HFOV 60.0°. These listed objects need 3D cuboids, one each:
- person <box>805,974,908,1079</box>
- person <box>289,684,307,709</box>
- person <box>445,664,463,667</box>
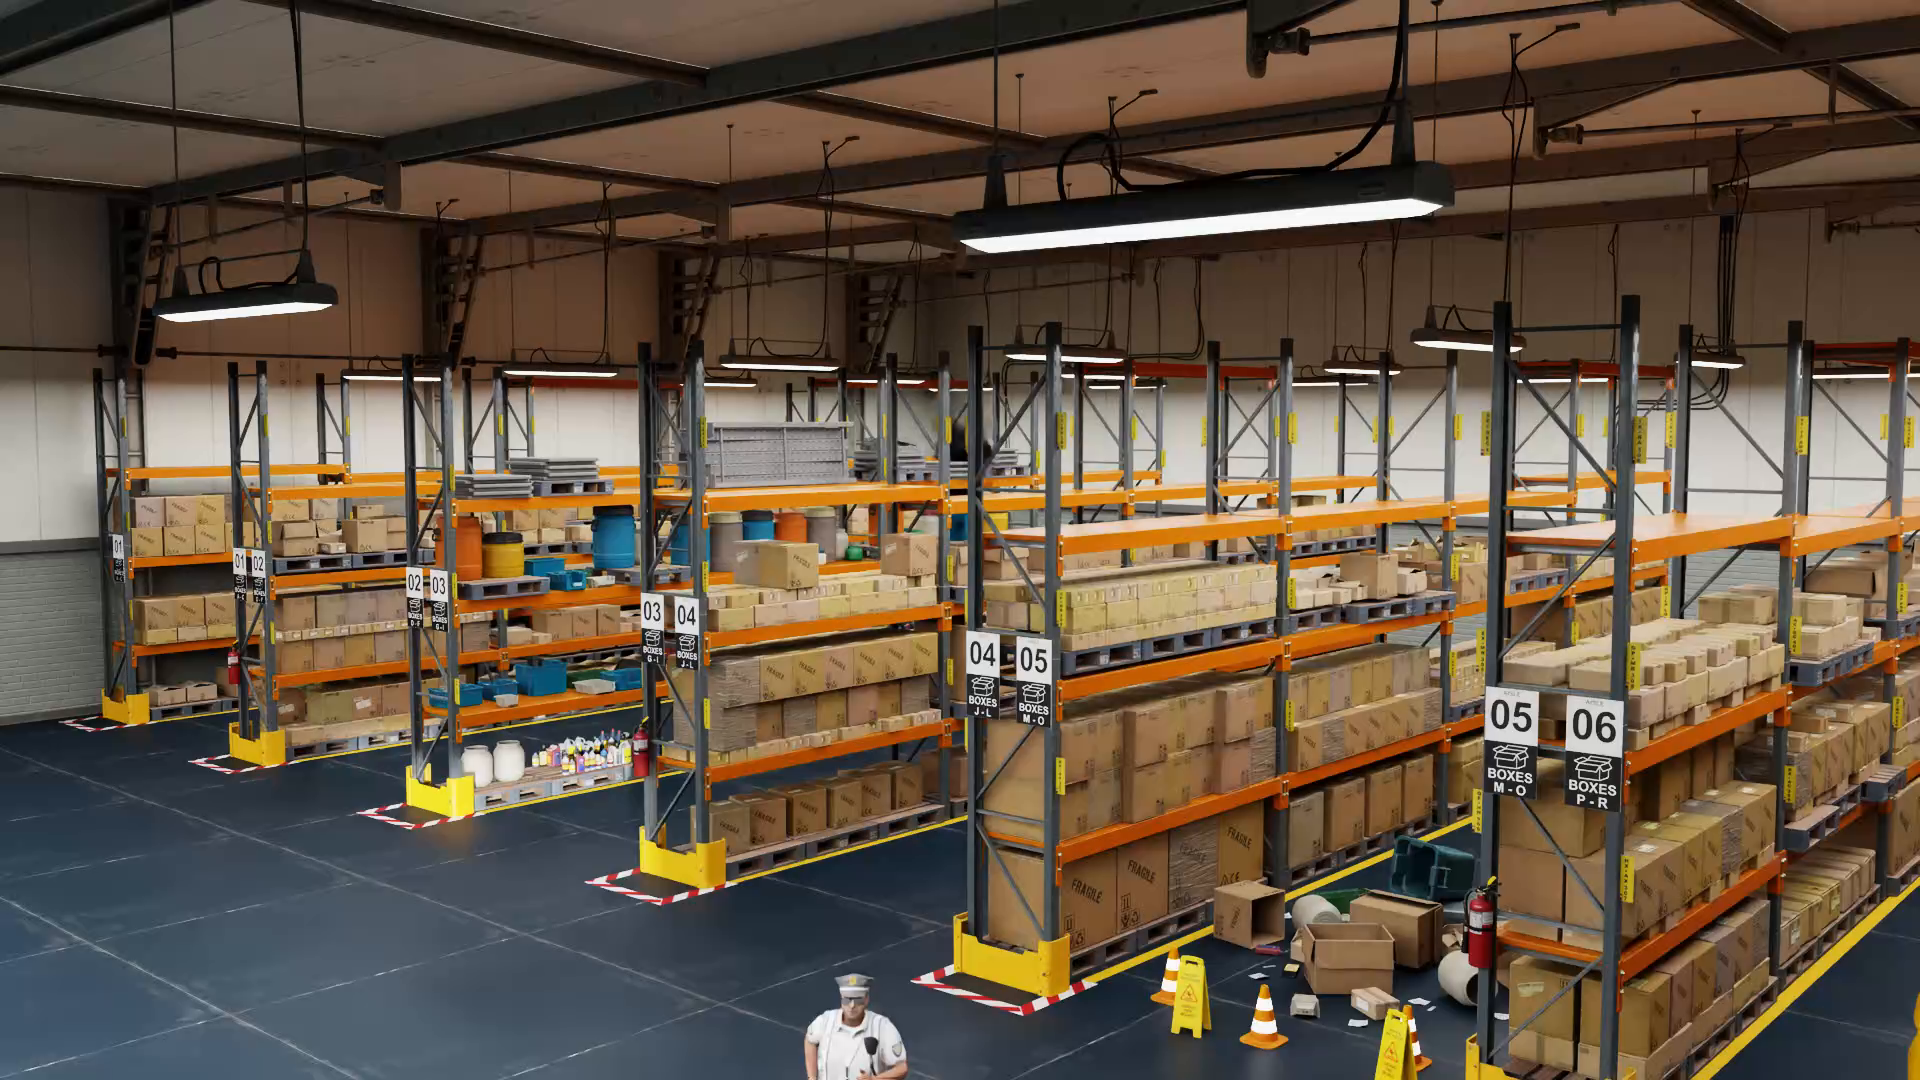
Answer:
[{"bbox_3d":[-0.641,3.504,10.207,0.652,1.792,0.968,0,4,0],"label":"person"},{"bbox_3d":[-10.815,2.254,27.207,0.653,1.799,0.987,2,5,28],"label":"person"},{"bbox_3d":[-8.991,2.174,29.428,0.615,1.624,0.918,4,6,41],"label":"person"}]
